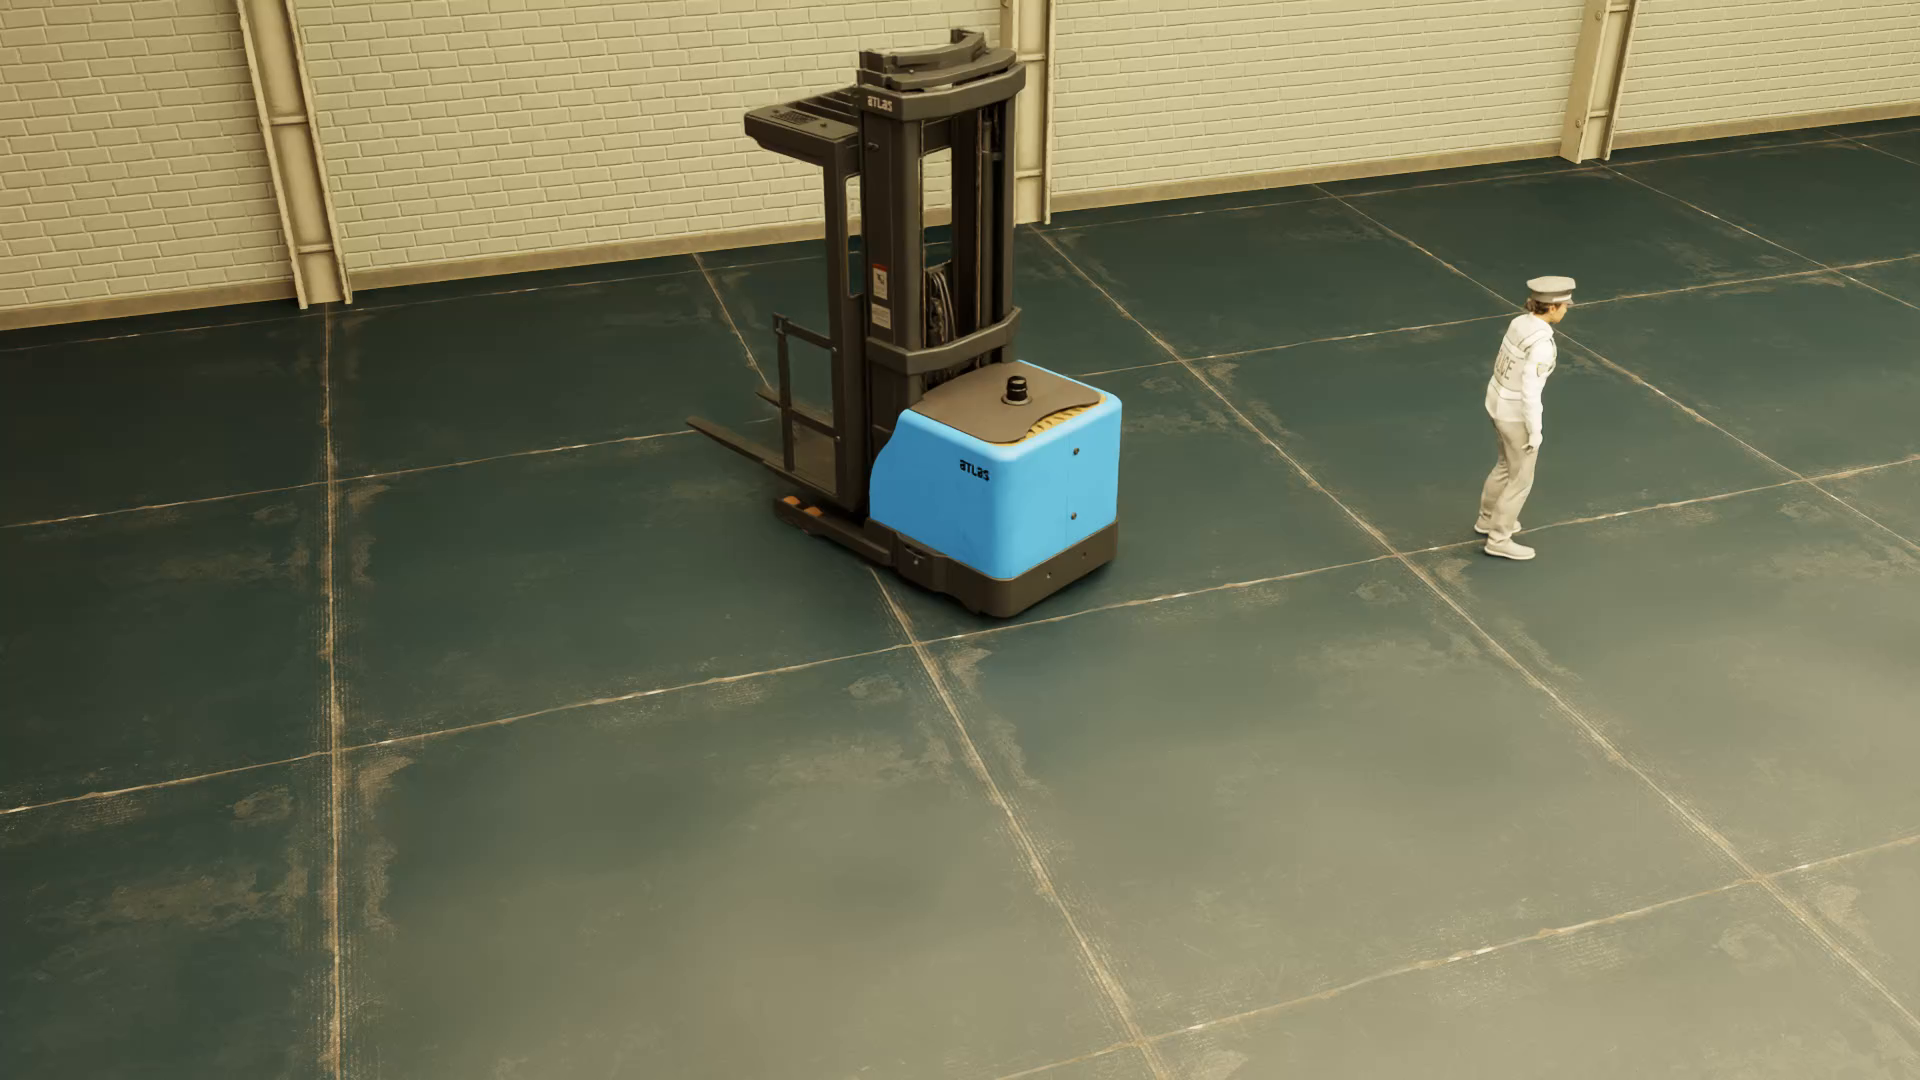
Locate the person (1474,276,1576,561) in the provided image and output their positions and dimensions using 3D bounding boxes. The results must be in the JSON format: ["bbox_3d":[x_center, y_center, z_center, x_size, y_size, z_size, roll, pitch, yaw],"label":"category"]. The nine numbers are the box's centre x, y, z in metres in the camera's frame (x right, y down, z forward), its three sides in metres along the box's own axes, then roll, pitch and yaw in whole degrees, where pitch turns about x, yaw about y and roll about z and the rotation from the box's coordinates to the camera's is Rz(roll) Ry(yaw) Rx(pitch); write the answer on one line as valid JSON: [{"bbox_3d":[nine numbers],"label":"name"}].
[{"bbox_3d":[3.233,-0.716,9.608,0.371,1.664,0.530,0,30,0],"label":"person"}]

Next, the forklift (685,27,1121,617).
[{"bbox_3d":[-0.495,-1.471,9.643,3.031,2.935,1.130,26,39,37],"label":"forklift"}]
